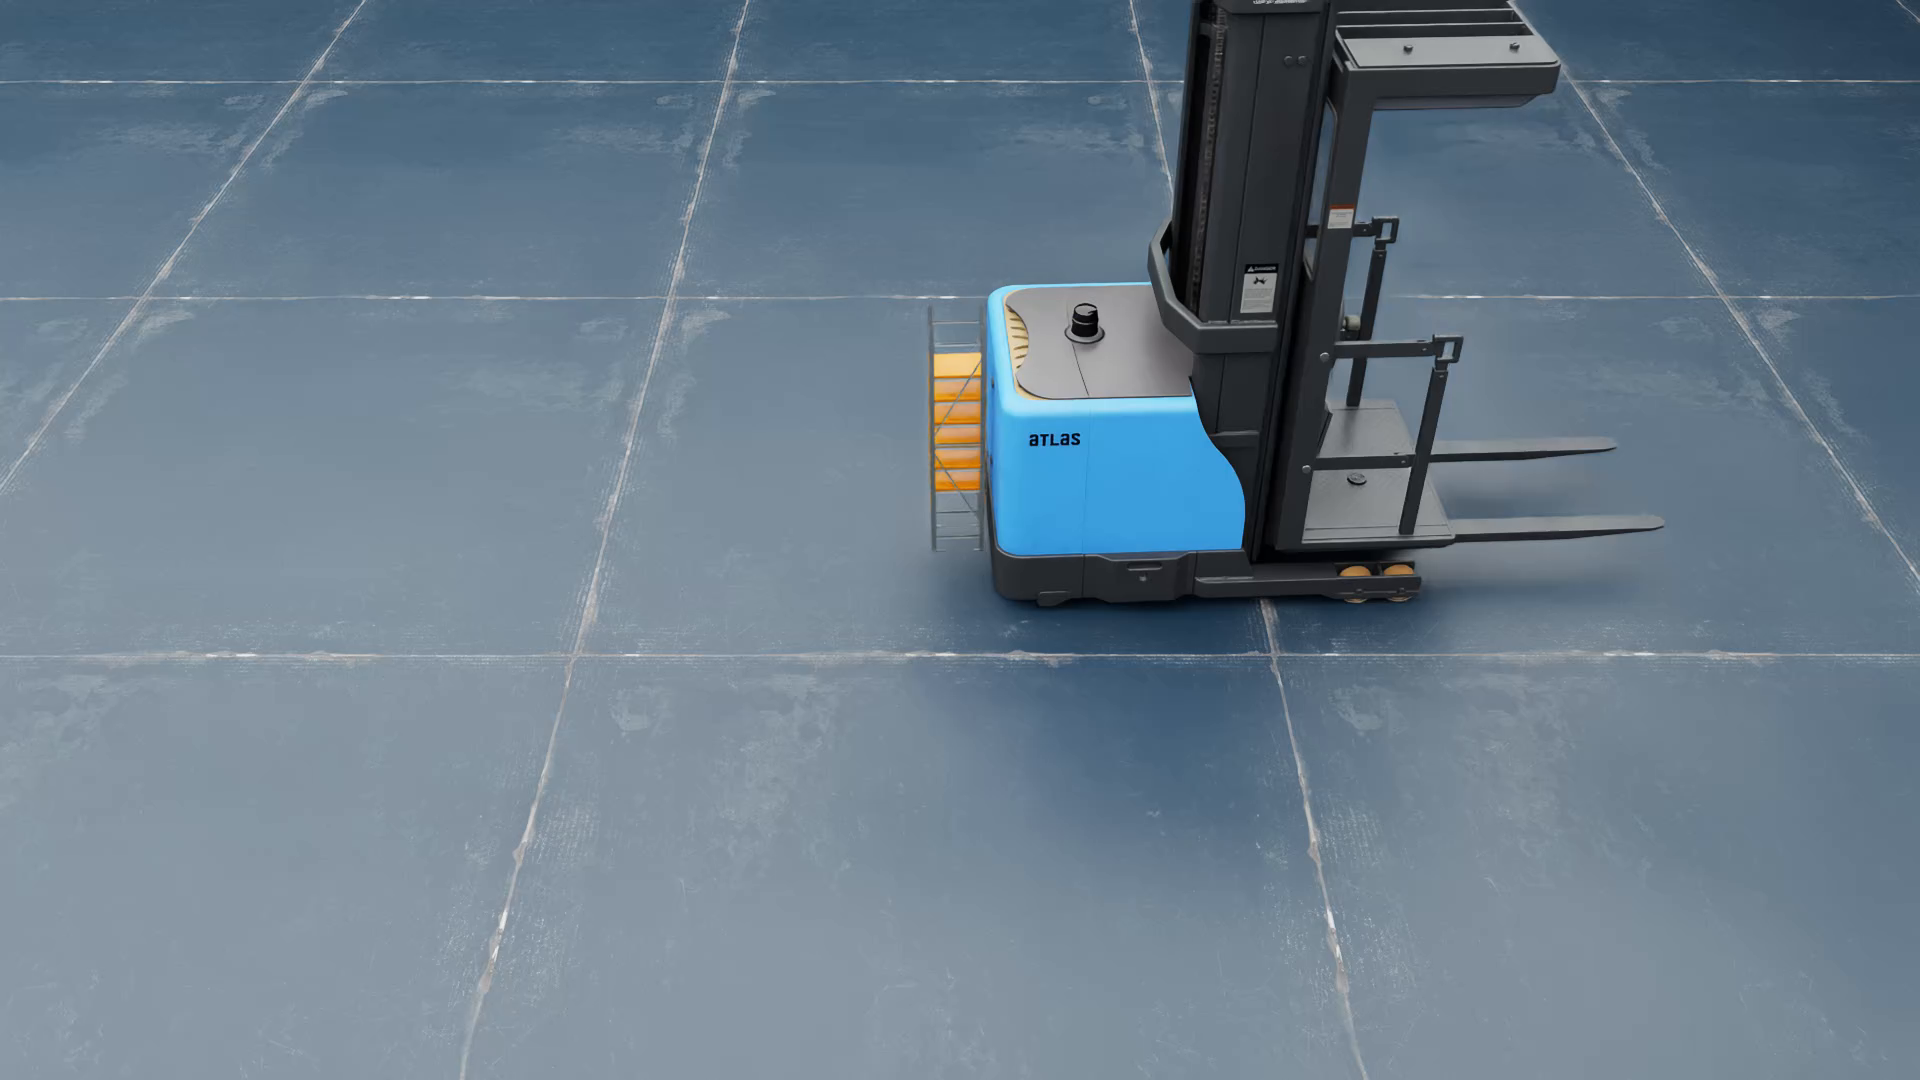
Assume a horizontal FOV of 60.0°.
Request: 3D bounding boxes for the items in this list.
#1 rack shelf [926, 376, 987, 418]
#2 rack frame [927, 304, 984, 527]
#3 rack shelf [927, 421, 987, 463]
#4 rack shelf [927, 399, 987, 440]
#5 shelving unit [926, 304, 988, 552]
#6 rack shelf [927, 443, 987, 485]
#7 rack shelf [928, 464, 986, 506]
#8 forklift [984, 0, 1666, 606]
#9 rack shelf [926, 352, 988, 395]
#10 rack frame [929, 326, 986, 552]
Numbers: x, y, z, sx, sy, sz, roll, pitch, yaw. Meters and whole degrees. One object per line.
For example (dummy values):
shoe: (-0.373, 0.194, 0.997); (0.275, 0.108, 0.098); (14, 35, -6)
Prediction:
rack shelf: (-0.015, -0.628, 7.261); (0.258, 0.103, 0.180); (-2, 39, -2)
rack frame: (-0.019, -0.532, 7.455); (0.240, 1.200, 0.006); (-2, 39, -2)
rack shelf: (-0.015, -0.440, 7.411); (0.258, 0.103, 0.180); (-2, 39, -2)
rack shelf: (-0.015, -0.534, 7.336); (0.258, 0.103, 0.180); (-2, 39, -2)
shelving unit: (-0.015, -0.475, 7.383); (0.258, 1.200, 0.189); (-2, 39, -2)
rack shelf: (-0.015, -0.347, 7.486); (0.258, 0.103, 0.180); (-2, 39, -2)
rack shelf: (-0.015, -0.253, 7.561); (0.258, 0.103, 0.180); (-2, 39, -2)
forklift: (1.645, -1.195, 6.897); (3.031, 2.935, 1.130); (-2, 39, -2)
rack shelf: (-0.015, -0.722, 7.186); (0.258, 0.103, 0.180); (-2, 39, -2)
rack frame: (-0.011, -0.418, 7.312); (0.240, 1.200, 0.006); (-2, 39, -2)
